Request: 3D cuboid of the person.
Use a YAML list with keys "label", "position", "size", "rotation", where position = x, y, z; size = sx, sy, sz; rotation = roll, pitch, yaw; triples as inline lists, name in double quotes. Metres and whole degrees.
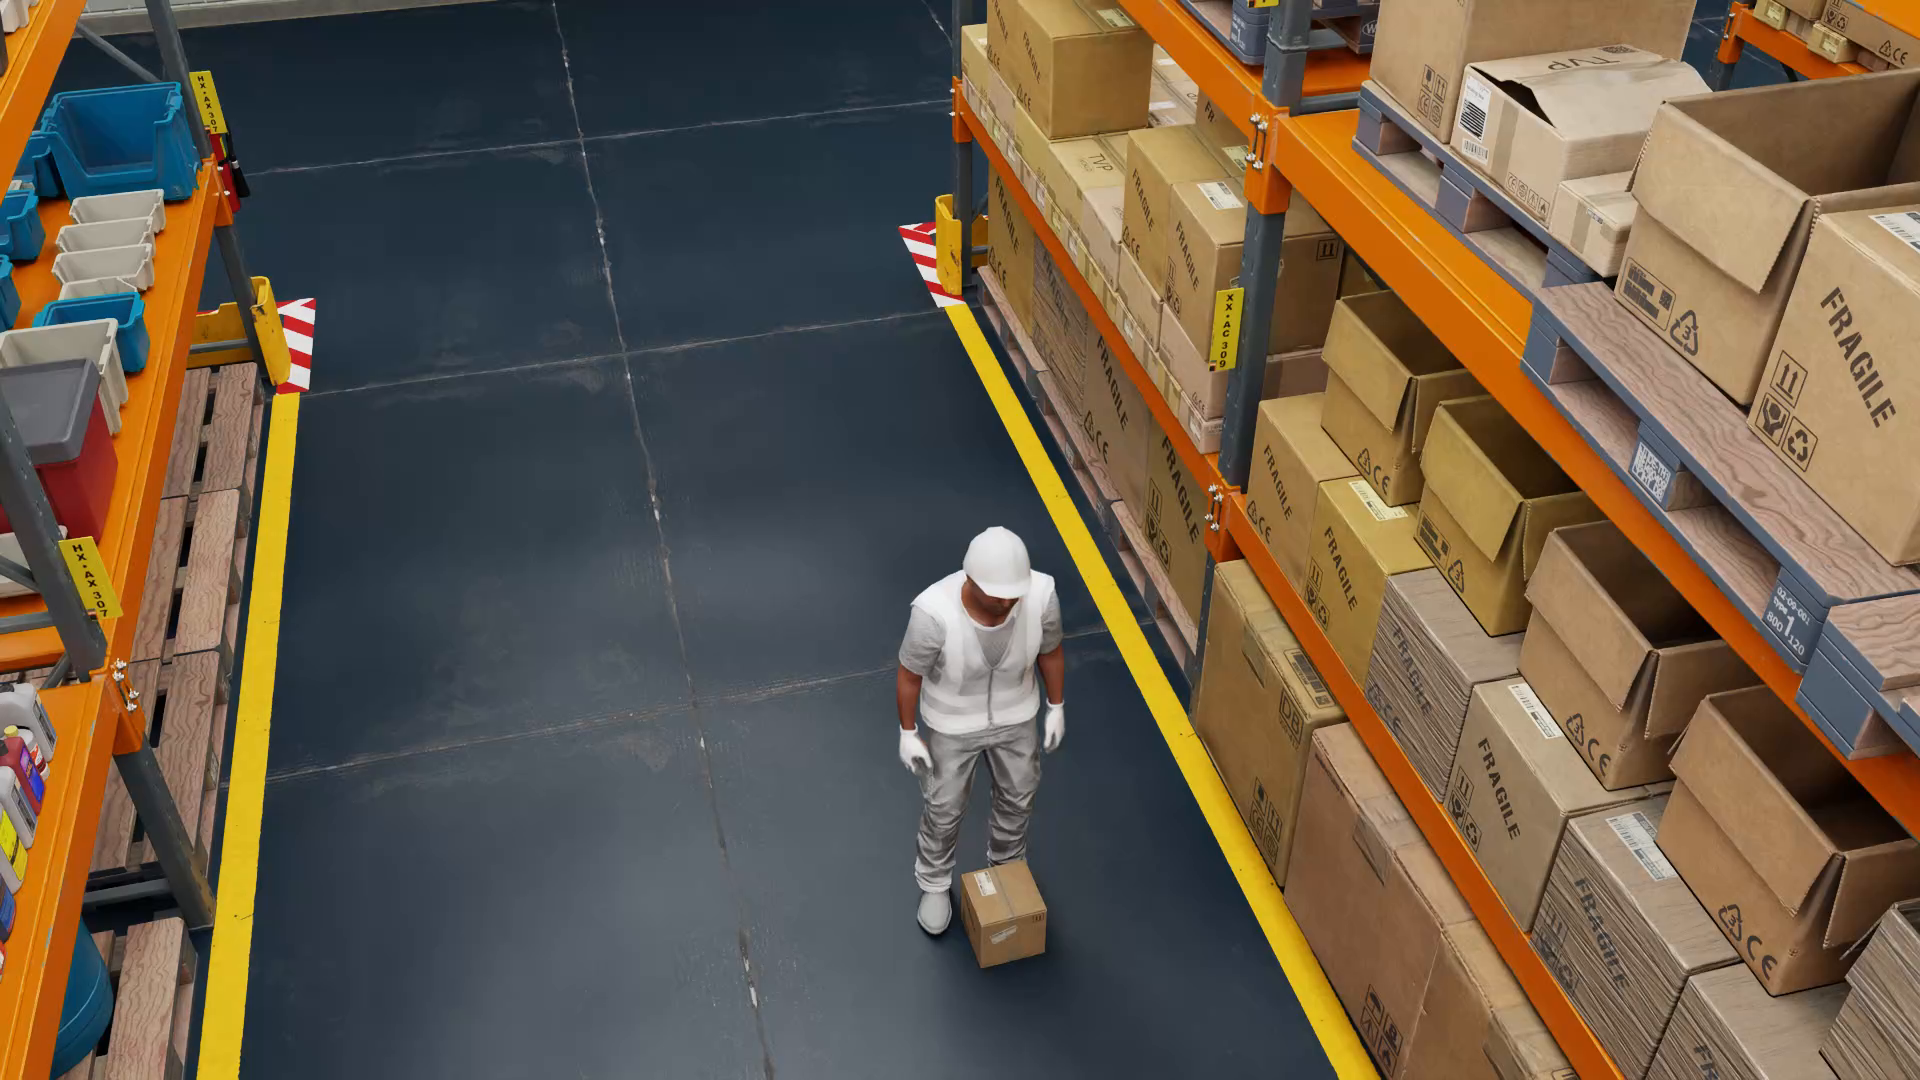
- label: "person"
  position: [0.079, 0.649, 5.872]
  size: [0.614, 1.773, 0.450]
  rotation: [-10, 39, -12]
